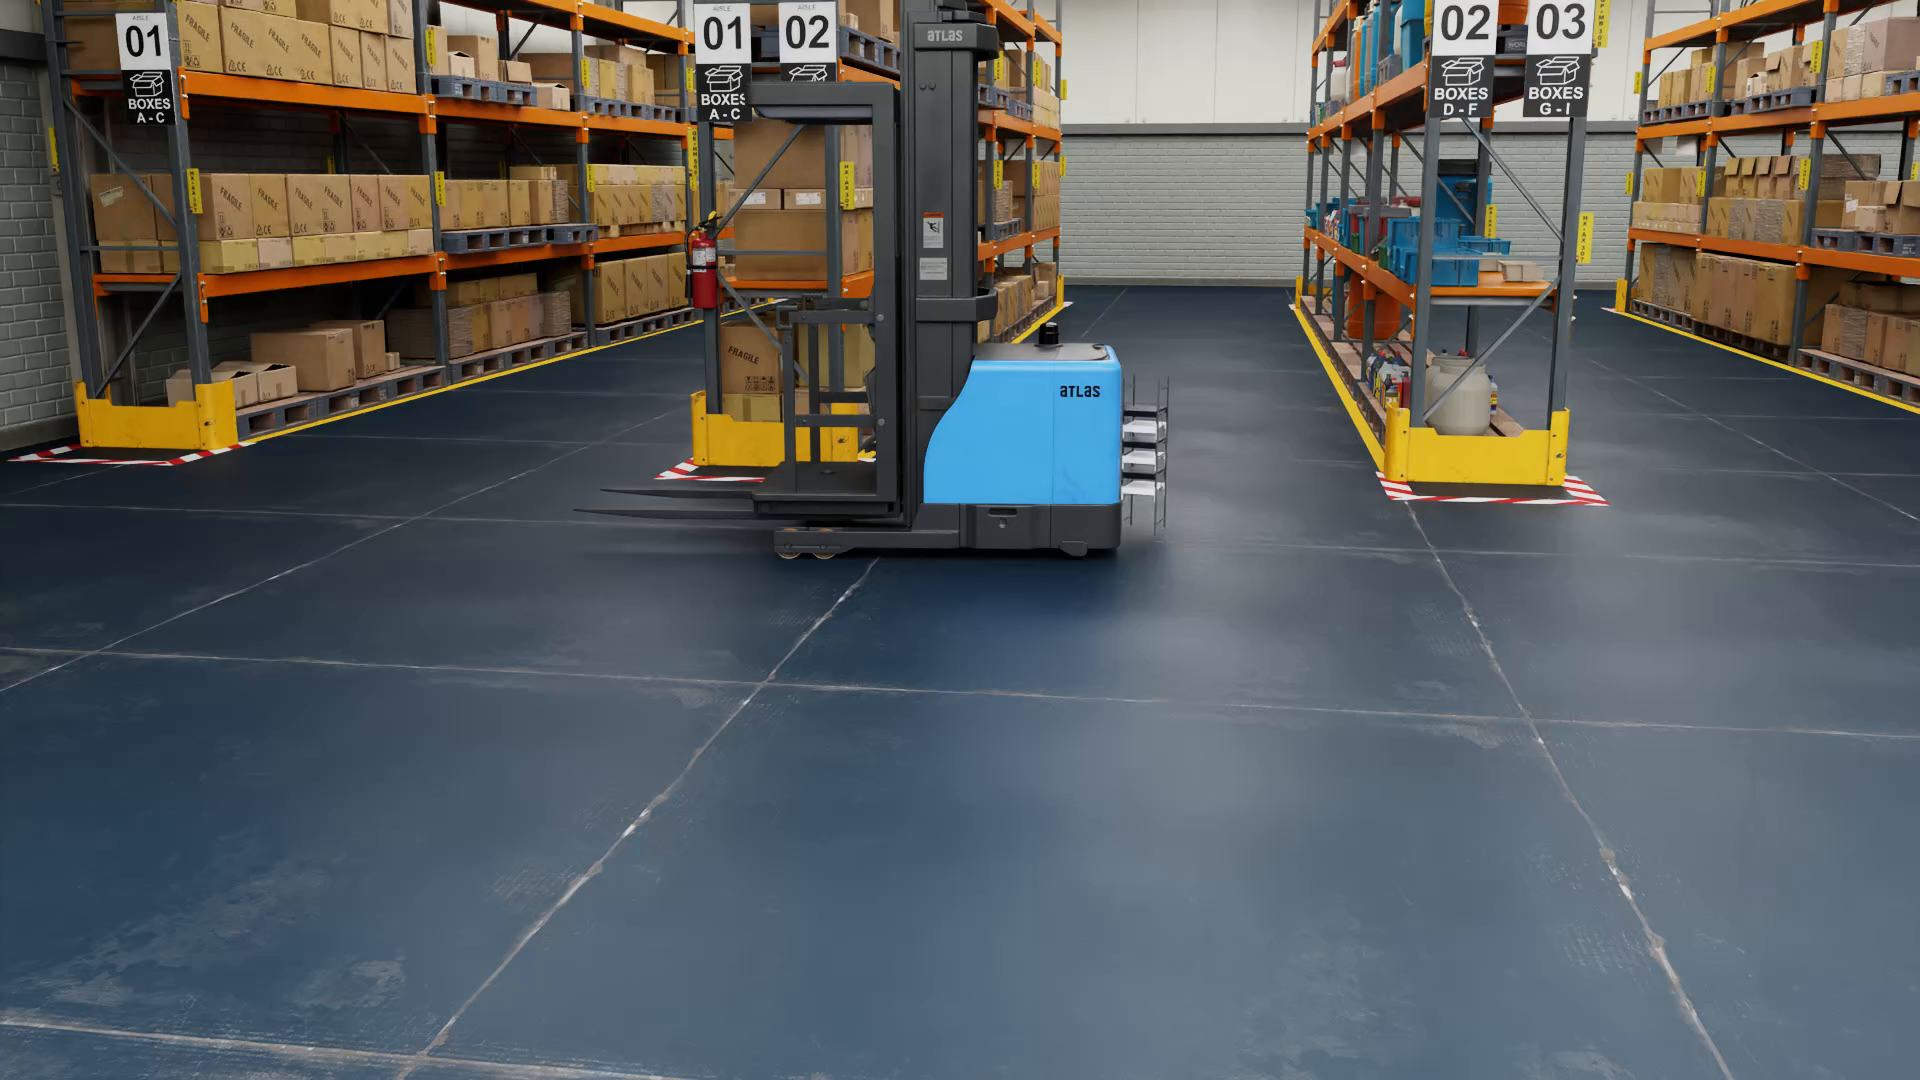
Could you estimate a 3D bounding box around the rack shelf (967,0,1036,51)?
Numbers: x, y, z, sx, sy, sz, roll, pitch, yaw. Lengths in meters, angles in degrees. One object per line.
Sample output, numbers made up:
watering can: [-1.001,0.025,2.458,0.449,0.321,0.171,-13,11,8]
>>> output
rack shelf: [0.203,-6.497,20.938,1.077,0.370,4.000,2,12,9]

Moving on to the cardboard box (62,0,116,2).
cardboard box: [-6.423,-4.302,12.556,0.500,0.500,0.500,2,12,11]

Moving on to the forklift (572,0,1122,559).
forklift: [-0.623,-1.439,9.214,3.031,2.935,1.130,1,12,3]

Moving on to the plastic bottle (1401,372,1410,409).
plastic bottle: [3.579,-1.201,13.348,0.061,0.283,0.133,2,12,9]

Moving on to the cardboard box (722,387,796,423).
cardboard box: [-1.545,-1.012,12.601,0.500,0.250,0.500,2,12,9]

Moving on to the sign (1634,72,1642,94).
sign: [10.366,-6.991,25.428,0.100,0.325,0.005,2,12,9]

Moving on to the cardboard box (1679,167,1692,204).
cardboard box: [10.186,-4.853,22.764,0.500,0.500,0.500,2,12,9]

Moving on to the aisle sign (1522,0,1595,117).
aisle sign: [3.837,-3.115,10.657,0.394,0.787,0.004,2,12,9]

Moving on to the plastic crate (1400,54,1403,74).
plastic crate: [3.662,-3.745,13.132,0.336,0.188,0.450,2,12,9]

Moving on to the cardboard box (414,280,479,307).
cardboard box: [-5.454,-2.628,17.675,0.500,0.250,0.500,2,12,7]

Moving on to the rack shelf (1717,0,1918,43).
rack shelf: [9.991,-6.175,19.445,1.077,0.370,4.000,2,12,9]

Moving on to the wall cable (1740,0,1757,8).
wall cable: [15.189,-10.610,29.728,2.277,5.999,0.120,2,12,9]

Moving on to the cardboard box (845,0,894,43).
cardboard box: [-0.810,-4.156,12.971,0.500,0.500,0.500,2,12,9]

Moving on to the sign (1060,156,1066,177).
sign: [1.671,-6.059,26.990,0.100,0.325,0.005,2,12,9]

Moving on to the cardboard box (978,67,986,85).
cardboard box: [-0.071,-5.303,19.620,0.910,0.500,0.500,2,12,9]

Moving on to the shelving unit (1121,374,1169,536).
shelving unit: [1.073,-0.496,9.659,0.210,0.900,0.258,5,13,21]

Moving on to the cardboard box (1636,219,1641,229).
cardboard box: [10.495,-4.800,25.240,0.380,0.149,0.250,2,12,8]

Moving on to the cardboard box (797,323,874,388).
cardboard box: [-0.958,-1.466,12.927,0.500,0.500,0.500,2,12,9]

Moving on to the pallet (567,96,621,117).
pallet: [-4.954,-5.365,20.595,1.213,0.211,1.003,2,12,11]

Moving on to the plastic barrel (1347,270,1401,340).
plastic barrel: [4.847,-2.781,19.432,0.600,0.830,0.708,2,12,9]

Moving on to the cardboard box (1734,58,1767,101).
cardboard box: [10.219,-5.806,20.959,0.700,0.500,0.500,2,12,10]

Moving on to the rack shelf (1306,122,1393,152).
rack shelf: [5.712,-5.898,24.328,1.077,0.370,4.000,2,12,9]

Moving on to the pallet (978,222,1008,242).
pallet: [-0.070,-3.745,20.206,1.213,0.211,1.003,2,12,9]

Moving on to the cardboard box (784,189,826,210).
cardboard box: [-1.062,-2.471,12.061,0.380,0.149,0.250,2,12,8]

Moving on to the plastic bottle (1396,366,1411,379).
plastic bottle: [3.695,-1.303,13.841,0.152,0.276,0.135,2,12,9]

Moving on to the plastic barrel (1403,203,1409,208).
plastic barrel: [4.777,-3.280,17.328,0.421,0.512,0.421,0,12,0]

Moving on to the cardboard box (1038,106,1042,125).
cardboard box: [0.910,-6.118,23.999,0.500,0.250,0.500,2,12,9]

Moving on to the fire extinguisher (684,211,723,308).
fire extinguisher: [-1.812,-1.983,11.757,0.296,0.674,0.183,2,12,9]

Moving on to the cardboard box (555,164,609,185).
cardboard box: [-4.671,-4.518,20.566,0.500,0.250,0.500,2,12,10]

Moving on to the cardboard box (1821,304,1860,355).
cardboard box: [9.600,-2.227,17.594,0.700,0.500,0.500,1,12,6]

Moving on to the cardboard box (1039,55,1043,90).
cardboard box: [0.835,-6.838,24.373,0.700,0.500,0.500,2,12,9]

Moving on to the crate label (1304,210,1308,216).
crate label: [5.656,-5.106,26.322,0.416,0.233,0.303,2,12,9]

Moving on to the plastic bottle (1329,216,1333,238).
plastic bottle: [4.778,-3.981,21.141,0.152,0.276,0.135,2,12,9]

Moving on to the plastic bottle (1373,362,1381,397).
plastic bottle: [3.544,-1.362,14.095,0.061,0.283,0.133,2,12,11]

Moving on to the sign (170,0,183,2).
sign: [-5.694,-4.066,12.045,0.100,0.325,0.005,2,12,9]

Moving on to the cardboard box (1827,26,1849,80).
cardboard box: [9.356,-5.044,17.233,0.500,0.500,0.500,2,12,9]

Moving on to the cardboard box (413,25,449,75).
cardboard box: [-5.452,-4.854,16.543,0.500,0.500,0.500,4,13,17]

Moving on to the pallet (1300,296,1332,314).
pallet: [5.854,-3.666,26.003,1.003,0.211,1.213,2,12,9]

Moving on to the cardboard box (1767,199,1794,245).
cardboard box: [9.596,-3.637,19.012,0.500,0.500,0.500,2,12,8]

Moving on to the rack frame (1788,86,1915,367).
rack frame: [9.683,-3.374,18.028,1.000,3.000,0.127,2,12,9]

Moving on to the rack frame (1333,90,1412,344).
rack frame: [4.789,-3.534,18.772,1.000,3.000,0.127,2,12,9]

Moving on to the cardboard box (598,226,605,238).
cardboard box: [-4.673,-3.855,20.811,0.380,0.149,0.250,2,12,9]

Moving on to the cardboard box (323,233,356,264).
cardboard box: [-5.612,-2.537,14.454,0.500,0.250,0.500,2,12,9]

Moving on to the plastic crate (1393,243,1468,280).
plastic crate: [3.445,-2.045,12.215,0.499,0.251,0.408,2,12,9]

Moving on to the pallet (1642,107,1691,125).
pallet: [10.810,-6.307,24.730,1.003,0.211,1.213,2,12,9]

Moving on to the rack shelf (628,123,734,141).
rack shelf: [-4.077,-6.219,25.817,1.077,0.370,4.000,2,12,9]

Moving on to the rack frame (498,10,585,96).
rack frame: [-5.000,-6.788,19.630,1.000,3.000,0.127,2,12,9]

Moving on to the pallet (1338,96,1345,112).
pallet: [5.209,-5.338,20.472,1.003,0.211,1.213,2,12,9]

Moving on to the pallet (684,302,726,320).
pallet: [-4.191,-3.480,25.142,1.003,0.211,1.213,2,12,9]

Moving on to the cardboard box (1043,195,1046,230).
cardboard box: [1.013,-4.885,24.803,0.500,0.500,0.500,2,12,8]

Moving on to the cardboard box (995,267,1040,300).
cardboard box: [0.794,-3.914,25.416,0.797,0.503,0.637,2,12,9]

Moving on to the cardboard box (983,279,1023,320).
cardboard box: [0.556,-3.202,22.121,0.500,0.500,0.500,2,12,9]

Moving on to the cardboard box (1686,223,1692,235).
cardboard box: [10.061,-4.211,22.511,0.380,0.149,0.250,2,12,10]

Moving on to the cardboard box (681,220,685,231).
cardboard box: [-4.157,-4.495,23.781,0.380,0.149,0.250,2,12,9]

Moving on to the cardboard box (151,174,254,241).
cardboard box: [-5.860,-2.582,12.885,0.500,0.500,0.500,2,12,9]

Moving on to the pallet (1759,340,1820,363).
pallet: [9.879,-2.172,19.072,1.003,0.211,1.213,2,12,9]
